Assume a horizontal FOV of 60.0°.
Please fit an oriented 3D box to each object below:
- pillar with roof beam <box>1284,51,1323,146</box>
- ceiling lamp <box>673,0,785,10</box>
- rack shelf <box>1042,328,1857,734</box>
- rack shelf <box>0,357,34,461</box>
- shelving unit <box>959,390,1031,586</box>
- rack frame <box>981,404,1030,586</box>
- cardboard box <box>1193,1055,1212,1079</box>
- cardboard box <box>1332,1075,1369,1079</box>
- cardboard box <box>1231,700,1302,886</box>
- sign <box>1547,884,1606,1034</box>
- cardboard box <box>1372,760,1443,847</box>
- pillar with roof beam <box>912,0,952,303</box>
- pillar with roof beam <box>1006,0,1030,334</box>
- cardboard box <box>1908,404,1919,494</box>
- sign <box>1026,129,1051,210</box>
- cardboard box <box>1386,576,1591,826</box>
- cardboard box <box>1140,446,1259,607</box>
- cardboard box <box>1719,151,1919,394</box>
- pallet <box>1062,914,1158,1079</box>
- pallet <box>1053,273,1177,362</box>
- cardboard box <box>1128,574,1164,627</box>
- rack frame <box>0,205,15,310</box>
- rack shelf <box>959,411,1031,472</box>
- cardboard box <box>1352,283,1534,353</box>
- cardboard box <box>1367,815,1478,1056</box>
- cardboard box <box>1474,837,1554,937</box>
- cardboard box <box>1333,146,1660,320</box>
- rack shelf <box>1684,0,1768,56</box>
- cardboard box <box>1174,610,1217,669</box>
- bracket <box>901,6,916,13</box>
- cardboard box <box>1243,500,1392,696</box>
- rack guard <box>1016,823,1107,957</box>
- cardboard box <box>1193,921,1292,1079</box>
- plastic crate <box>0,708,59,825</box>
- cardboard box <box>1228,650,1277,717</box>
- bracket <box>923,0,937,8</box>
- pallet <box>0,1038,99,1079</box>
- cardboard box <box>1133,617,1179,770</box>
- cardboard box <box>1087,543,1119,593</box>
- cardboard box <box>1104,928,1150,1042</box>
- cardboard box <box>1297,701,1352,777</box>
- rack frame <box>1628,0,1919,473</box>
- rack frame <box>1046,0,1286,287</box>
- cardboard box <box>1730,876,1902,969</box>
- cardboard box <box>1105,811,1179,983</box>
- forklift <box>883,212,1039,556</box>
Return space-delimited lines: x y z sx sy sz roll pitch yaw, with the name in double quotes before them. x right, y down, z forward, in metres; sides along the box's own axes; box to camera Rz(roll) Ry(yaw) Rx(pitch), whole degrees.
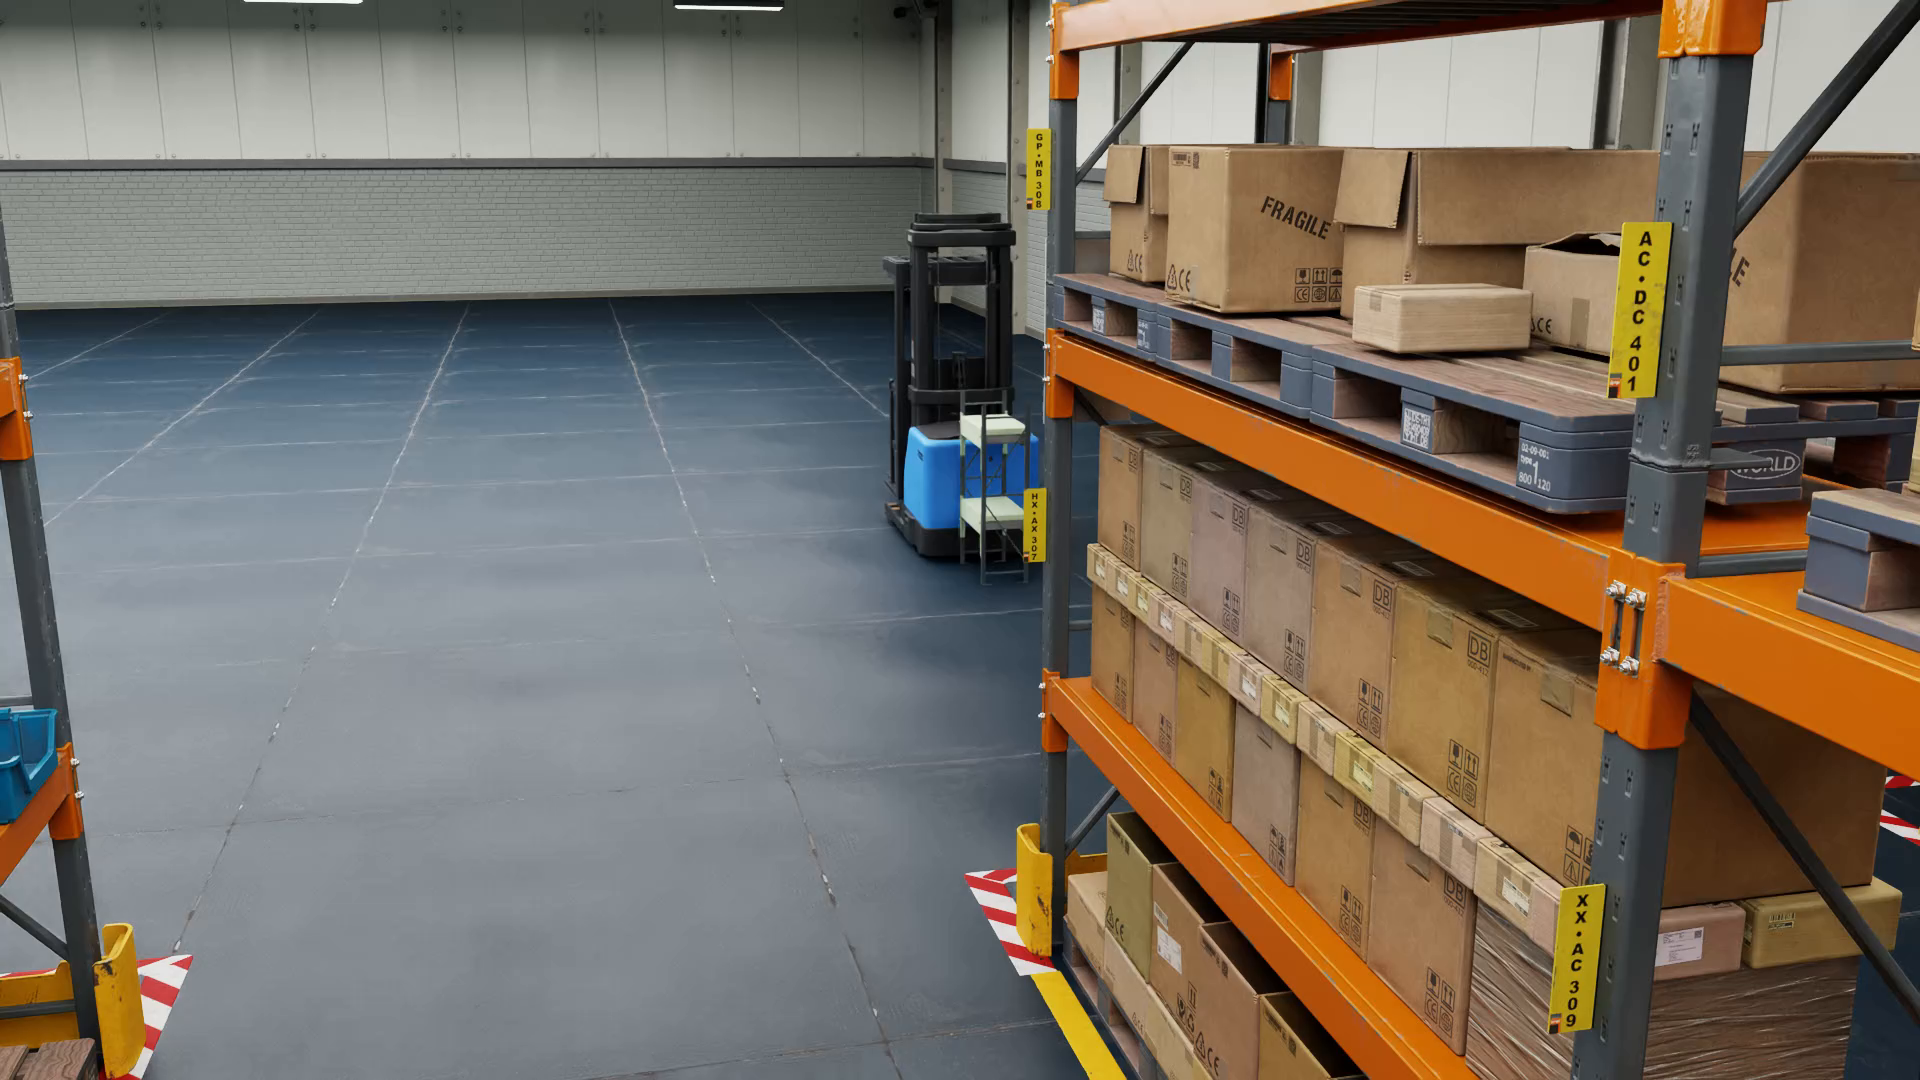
"pillar with roof beam" -0.319 -5.240 17.737 9.100 9.000 0.400 -3 14 -13
"ceiling lamp" -4.276 -11.300 30.243 2.000 3.185 0.800 -3 14 -13
"rack shelf" 1.334 -0.280 5.271 1.077 0.370 4.000 -3 14 -13
"rack shelf" -3.481 -0.005 4.145 1.077 0.370 4.000 -3 14 -13
"shelving unit" 0.286 -0.447 13.912 0.431 1.500 0.755 -3 14 -13
"rack frame" 0.370 -0.361 13.566 0.400 1.500 0.023 -3 14 -13
"cardboard box" 1.125 1.980 5.733 0.500 0.250 0.500 -3 14 -13
"cardboard box" 1.377 1.846 4.704 0.500 0.500 0.500 -3 14 -13
"cardboard box" 1.328 0.783 5.514 0.700 0.500 0.500 -3 14 -11
"sign" 1.265 0.861 3.413 0.100 0.325 0.005 -3 14 -13
"cardboard box" 1.349 0.697 4.501 0.380 0.149 0.250 -3 14 -13
"pillar with roof beam" -4.546 -9.393 34.734 9.100 9.000 0.548 -3 14 -13
"pillar with roof beam" -3.137 -8.008 29.068 9.100 9.000 0.400 -3 14 -13
"cardboard box" 1.939 -0.157 2.681 0.500 0.250 0.500 -2 14 -7
"sign" 0.324 -1.524 6.840 0.100 0.325 0.005 -3 14 -13
"cardboard box" 1.574 0.392 4.382 0.700 0.500 0.500 -3 14 -13
"cardboard box" 1.103 -0.071 6.275 0.700 0.500 0.500 -4 14 -15
"cardboard box" 1.942 -0.620 3.755 0.500 0.500 0.500 -2 14 -9
"pallet" 1.085 1.895 7.049 1.003 0.211 1.213 -3 14 -13
"pallet" 1.006 -0.883 6.411 1.003 0.211 1.213 -3 14 -13
"cardboard box" 0.869 0.224 6.437 0.380 0.149 0.250 -3 14 -13
"rack frame" -3.951 -2.273 5.592 1.000 3.000 0.127 -3 14 -13
"rack shelf" 0.286 -0.825 13.818 0.431 0.370 0.720 -3 14 -13
"cardboard box" 1.255 -0.581 4.337 0.380 0.149 0.250 -3 14 -13
"cardboard box" 1.564 1.017 4.556 0.700 0.500 0.500 -3 14 -14
"cardboard box" 1.476 0.817 4.006 0.380 0.149 0.250 -4 14 -14
"cardboard box" 1.540 -0.877 4.802 0.797 0.503 0.637 -2 14 -7
"rack shelf" 2.274 -0.620 1.186 1.077 0.370 4.000 -3 14 -13
"cardboard box" 0.991 0.343 5.947 0.380 0.149 0.250 -4 14 -15
"bracket" -1.222 -11.867 37.280 0.076 0.066 3.189 -3 14 -13
"cardboard box" 1.340 0.161 5.327 0.700 0.500 0.500 -3 14 -13
"rack guard" 0.859 1.575 7.750 1.175 0.500 0.348 -3 14 -13
"cardboard box" 1.124 1.616 5.644 0.500 0.500 0.500 -3 14 -13
"plastic crate" -3.543 0.813 5.917 0.499 0.251 0.616 -3 14 -13
"cardboard box" 1.108 0.460 5.470 0.380 0.149 0.250 -3 14 -13
"bracket" -0.609 -11.266 34.816 0.235 0.232 0.430 -3 14 -13
"pallet" -3.702 2.199 5.805 1.003 0.211 1.213 -3 14 -13
"cardboard box" 1.090 0.547 6.480 0.700 0.500 0.500 -3 14 -12
"cardboard box" 0.747 0.105 6.922 0.380 0.149 0.250 -3 14 -14
"cardboard box" 0.895 1.749 6.678 0.500 0.250 0.500 -3 14 -13
"cardboard box" 1.235 0.582 4.972 0.380 0.149 0.250 -3 14 -12
"rack frame" 1.804 -1.625 2.941 1.000 3.000 0.127 -3 14 -13
"rack frame" 0.865 -2.548 6.718 1.000 3.000 0.127 -3 14 -13
"cardboard box" 1.929 0.853 3.862 0.380 0.149 0.250 -3 14 -13
"cardboard box" 0.894 1.385 6.589 0.500 0.500 0.500 -3 14 -13
"forklift" -0.106 -1.586 15.566 1.130 2.935 3.031 -3 14 -12
